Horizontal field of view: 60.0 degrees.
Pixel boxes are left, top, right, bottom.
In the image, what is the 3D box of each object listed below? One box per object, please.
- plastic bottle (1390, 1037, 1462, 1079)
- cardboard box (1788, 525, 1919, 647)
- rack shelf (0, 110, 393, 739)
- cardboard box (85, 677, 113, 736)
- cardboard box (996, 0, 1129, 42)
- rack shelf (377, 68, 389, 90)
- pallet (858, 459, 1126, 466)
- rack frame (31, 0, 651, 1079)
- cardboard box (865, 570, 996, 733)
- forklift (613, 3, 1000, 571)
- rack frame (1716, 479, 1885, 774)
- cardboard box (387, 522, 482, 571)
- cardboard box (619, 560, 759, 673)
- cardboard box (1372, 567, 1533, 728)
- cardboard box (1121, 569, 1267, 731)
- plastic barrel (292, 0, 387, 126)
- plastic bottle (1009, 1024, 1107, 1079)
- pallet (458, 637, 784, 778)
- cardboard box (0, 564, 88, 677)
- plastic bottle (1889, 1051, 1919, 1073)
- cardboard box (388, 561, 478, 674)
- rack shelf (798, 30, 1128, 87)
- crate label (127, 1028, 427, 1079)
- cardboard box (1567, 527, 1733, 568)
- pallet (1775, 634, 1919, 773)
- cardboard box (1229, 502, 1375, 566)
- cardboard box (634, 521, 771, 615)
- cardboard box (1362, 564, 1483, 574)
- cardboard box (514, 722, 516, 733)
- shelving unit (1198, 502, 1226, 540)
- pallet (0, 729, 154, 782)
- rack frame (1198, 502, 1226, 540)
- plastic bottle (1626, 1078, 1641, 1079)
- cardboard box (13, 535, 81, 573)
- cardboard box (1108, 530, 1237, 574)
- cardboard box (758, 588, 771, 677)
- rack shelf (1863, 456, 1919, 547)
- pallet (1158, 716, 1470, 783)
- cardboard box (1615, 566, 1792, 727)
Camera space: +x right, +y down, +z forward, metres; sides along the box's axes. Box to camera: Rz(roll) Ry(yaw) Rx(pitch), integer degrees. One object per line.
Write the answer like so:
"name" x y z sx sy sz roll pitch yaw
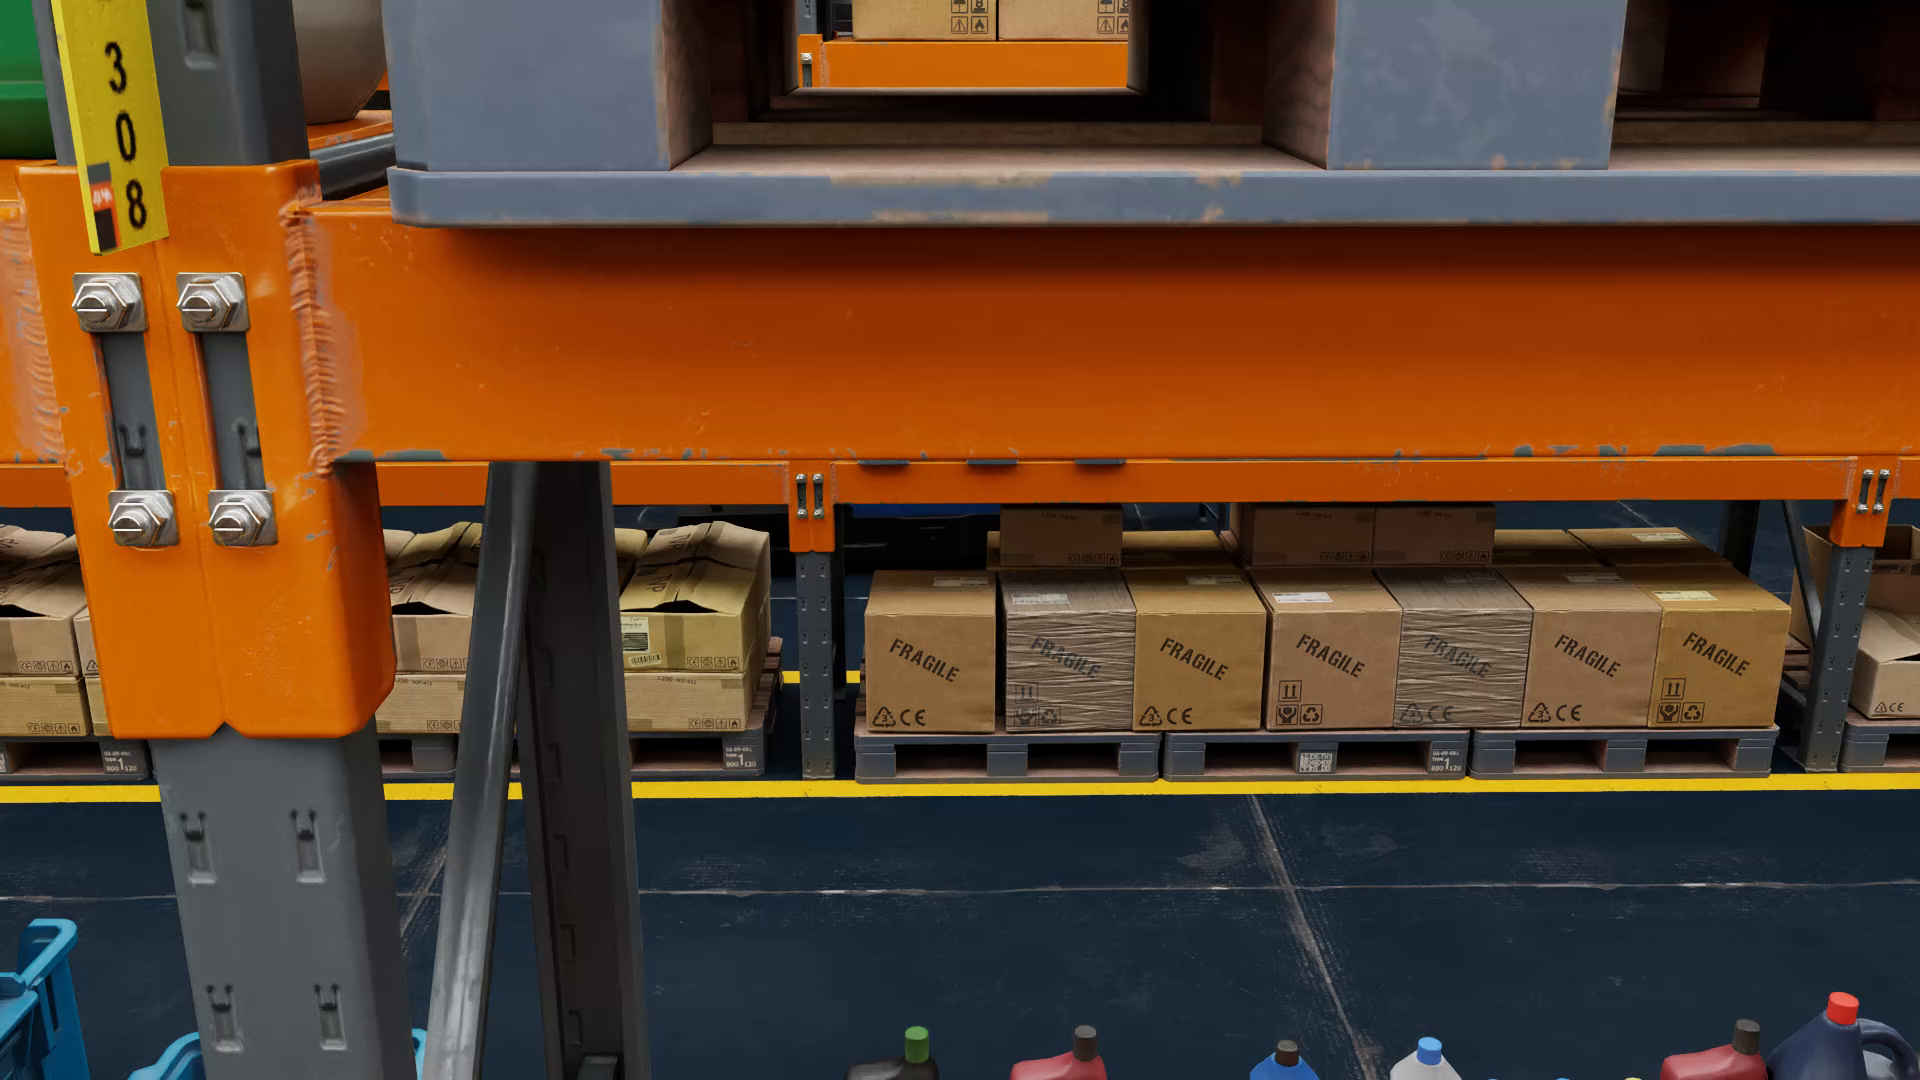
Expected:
"plastic bottle" 0.641 0.815 2.306 0.097 0.271 0.097 0 18 0
"cardboard box" 3.997 0.243 7.250 0.500 0.500 0.500 0 18 -1
"rack shelf" -2.493 -0.192 1.502 4.000 0.370 1.077 0 18 -1
"cardboard box" -3.131 0.568 6.680 0.500 0.250 0.500 -1 18 -3
"cardboard box" 0.378 -2.119 6.170 0.500 0.500 0.910 0 18 -1
"rack shelf" -2.567 -1.705 6.218 4.000 0.370 1.077 0 18 -1
"pallet" 0.109 -0.562 6.703 1.003 0.211 1.213 0 18 -1
"rack frame" -0.493 0.885 1.878 0.053 2.616 0.949 0 18 -1
"cardboard box" -0.108 0.437 6.646 0.500 0.500 0.500 0 18 1
"forklift" -1.075 -1.363 8.997 3.031 2.935 1.130 -2 18 -5
"rack frame" 3.432 -0.648 6.657 0.127 3.000 1.000 0 18 -1
"cardboard box" -2.131 0.133 7.117 0.500 0.311 0.500 -1 18 -2
"cardboard box" -1.087 0.291 6.625 0.500 0.311 0.500 0 18 1
"cardboard box" 1.947 0.425 6.685 0.500 0.500 0.500 0 18 0
"cardboard box" 0.917 0.432 6.662 0.500 0.500 0.500 -1 18 -2
"plastic barrel" -0.808 -0.689 1.693 0.421 0.512 0.421 0 18 0
"plastic bottle" 0.136 0.806 2.314 0.133 0.283 0.061 0 18 -1
"pallet" -1.391 0.691 7.048 1.213 0.211 1.003 0 18 -1
"cardboard box" -3.649 0.306 6.578 0.500 0.311 0.500 0 18 -2
"plastic bottle" 1.366 0.800 2.333 0.133 0.283 0.061 0 18 -1
"cardboard box" -2.112 0.297 6.606 0.500 0.311 0.500 0 18 -1
"rack shelf" 1.432 -1.724 6.279 4.000 0.370 1.077 0 18 -1
"crate label" -0.920 0.851 2.257 0.416 0.233 0.303 0 18 -1
"cardboard box" 2.945 0.261 7.196 0.500 0.500 0.500 -1 18 -3
"pallet" 4.119 0.677 7.092 1.213 0.211 1.003 0 18 -1
"cardboard box" 1.443 -0.089 7.059 0.500 0.250 0.500 -1 18 -2
"cardboard box" -1.096 0.126 7.139 0.500 0.311 0.500 0 18 1
"cardboard box" 1.912 0.267 7.177 0.500 0.500 0.500 0 18 0
"cardboard box" -1.605 0.561 6.701 0.500 0.250 0.500 0 18 -2
"shelving unit" 0.963 -0.759 9.457 1.048 1.500 0.538 -2 18 -5
"pallet" -3.831 0.703 7.011 1.213 0.211 1.003 0 18 -1
"rack frame" 1.469 -0.774 9.506 0.032 1.500 0.500 -2 18 -5
"plastic bottle" 0.933 0.847 2.321 0.097 0.201 0.097 0 18 0
"cardboard box" -3.646 0.139 7.100 0.500 0.311 0.500 0 18 1
"cardboard box" 0.881 0.273 7.156 0.500 0.500 0.500 -1 18 -3
"cardboard box" -1.096 0.393 7.224 0.500 0.250 0.500 0 18 -1
"rack shelf" 5.432 -0.315 6.797 4.000 0.370 1.077 0 18 -1
"pallet" 1.397 0.702 7.014 1.213 0.211 1.003 0 18 -1
"cardboard box" 2.943 0.423 6.691 0.500 0.500 0.500 0 18 -1
